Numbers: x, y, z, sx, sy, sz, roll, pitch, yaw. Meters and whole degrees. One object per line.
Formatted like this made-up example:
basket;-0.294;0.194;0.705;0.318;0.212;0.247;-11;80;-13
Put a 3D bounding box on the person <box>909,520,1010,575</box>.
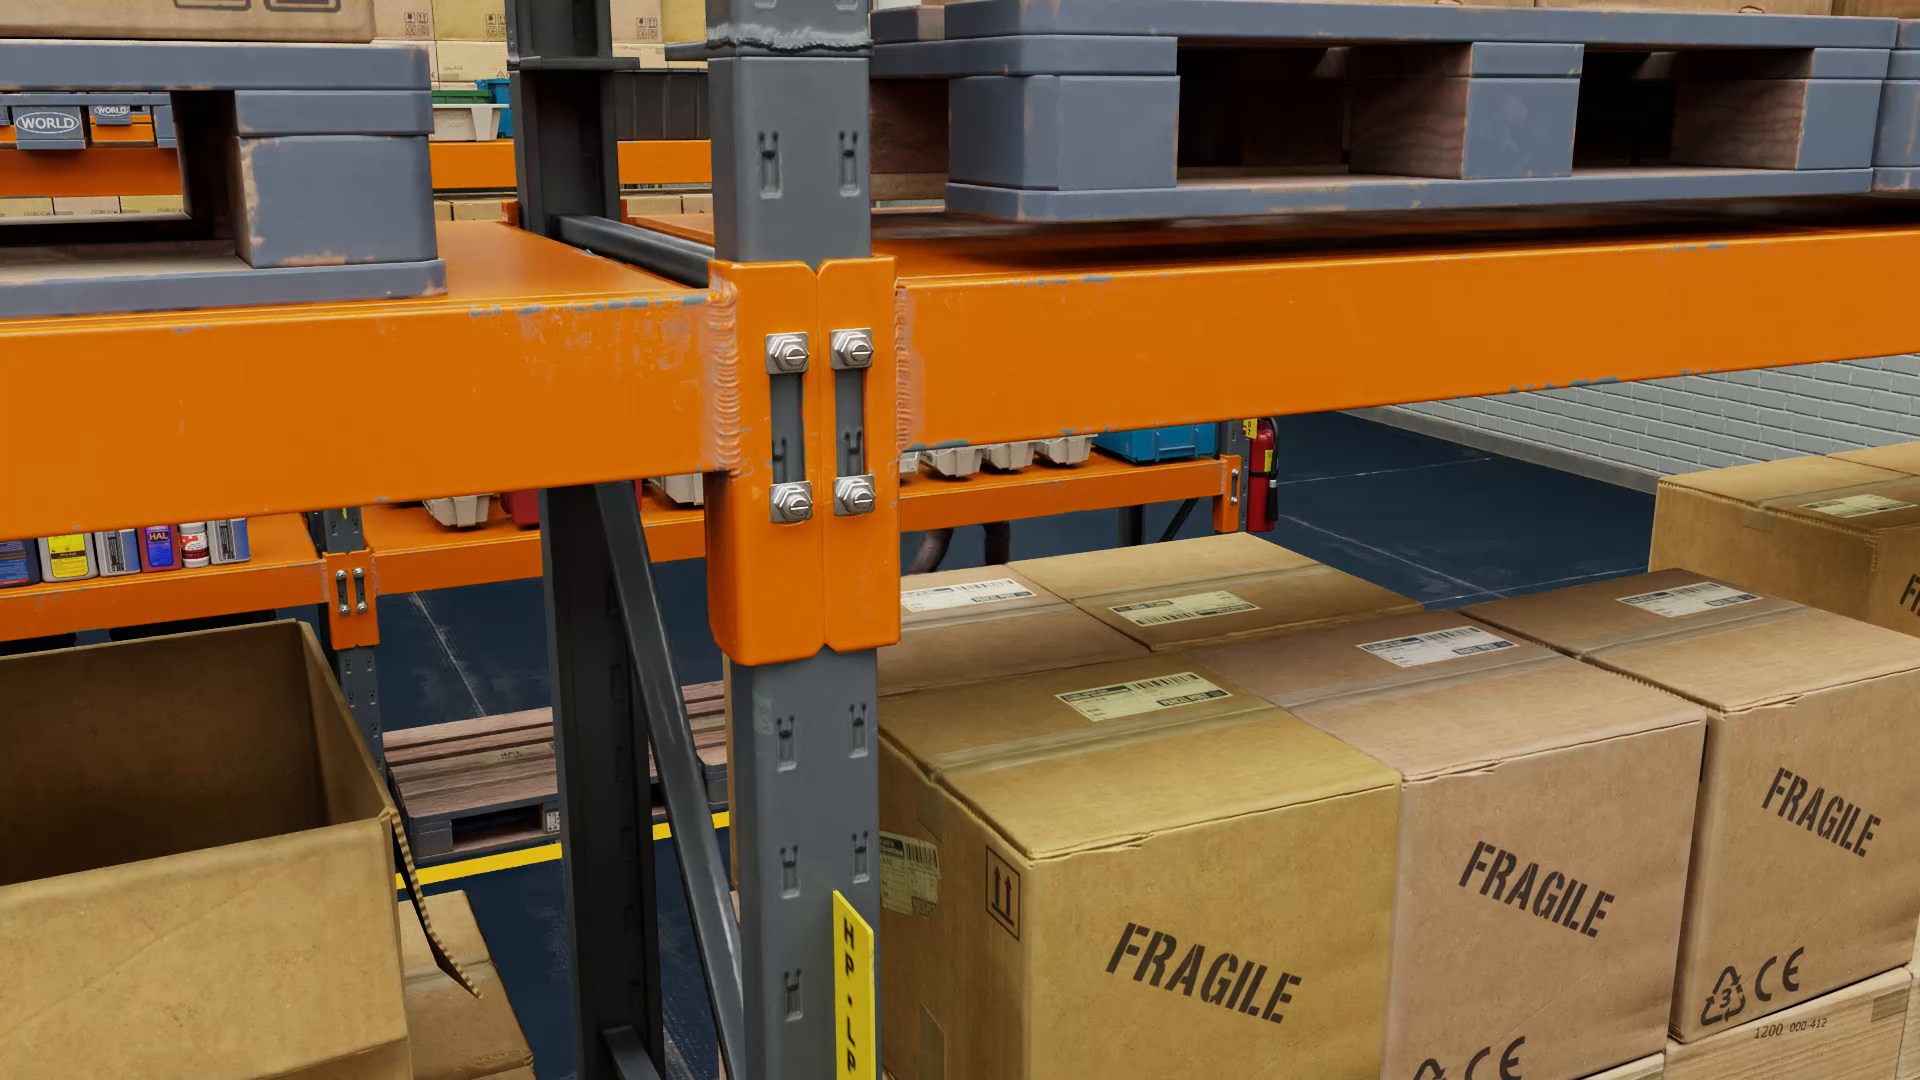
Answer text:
person;0.019;-0.311;9.569;0.597;1.564;1.117;8;17;26
